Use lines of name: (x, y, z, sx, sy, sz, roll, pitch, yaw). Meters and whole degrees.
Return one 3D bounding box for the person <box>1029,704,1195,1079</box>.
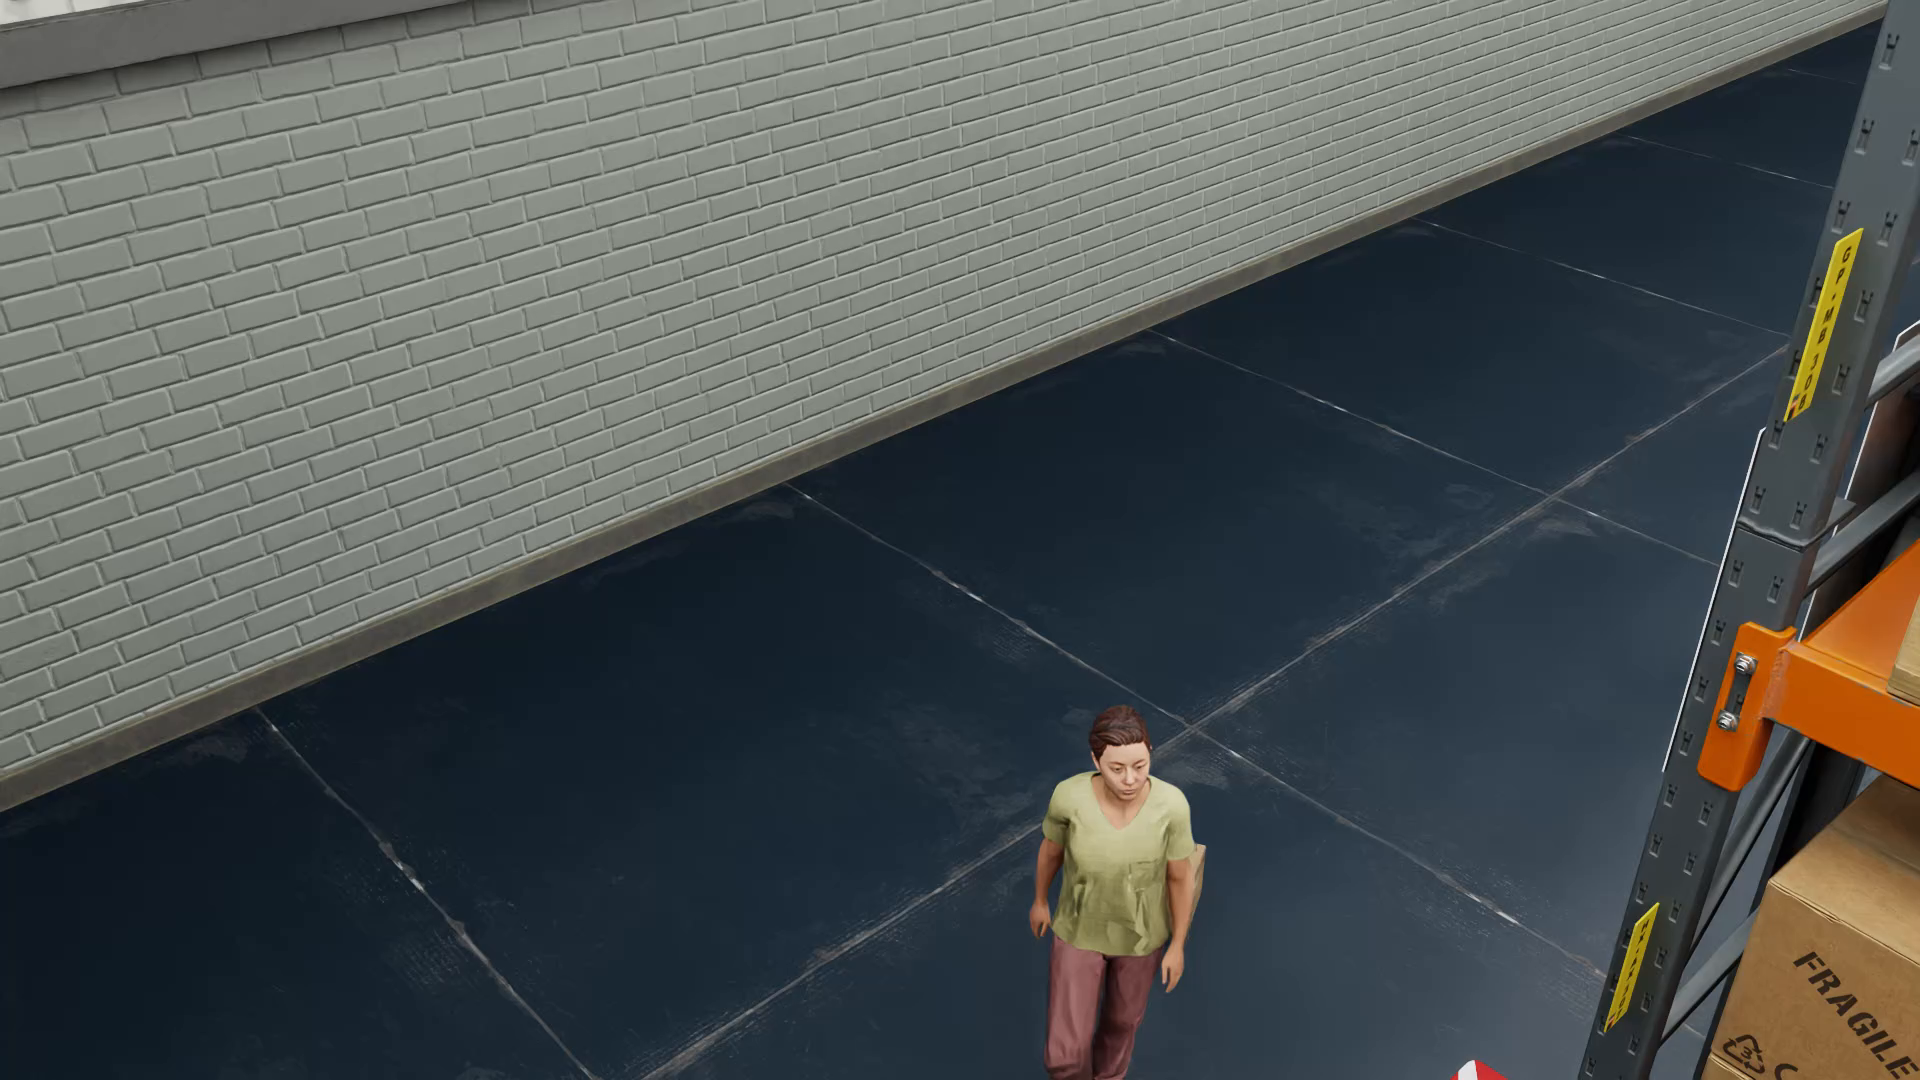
person: (0.463, 1.246, 5.132, 0.485, 1.711, 0.506, 0, 32, 0)
